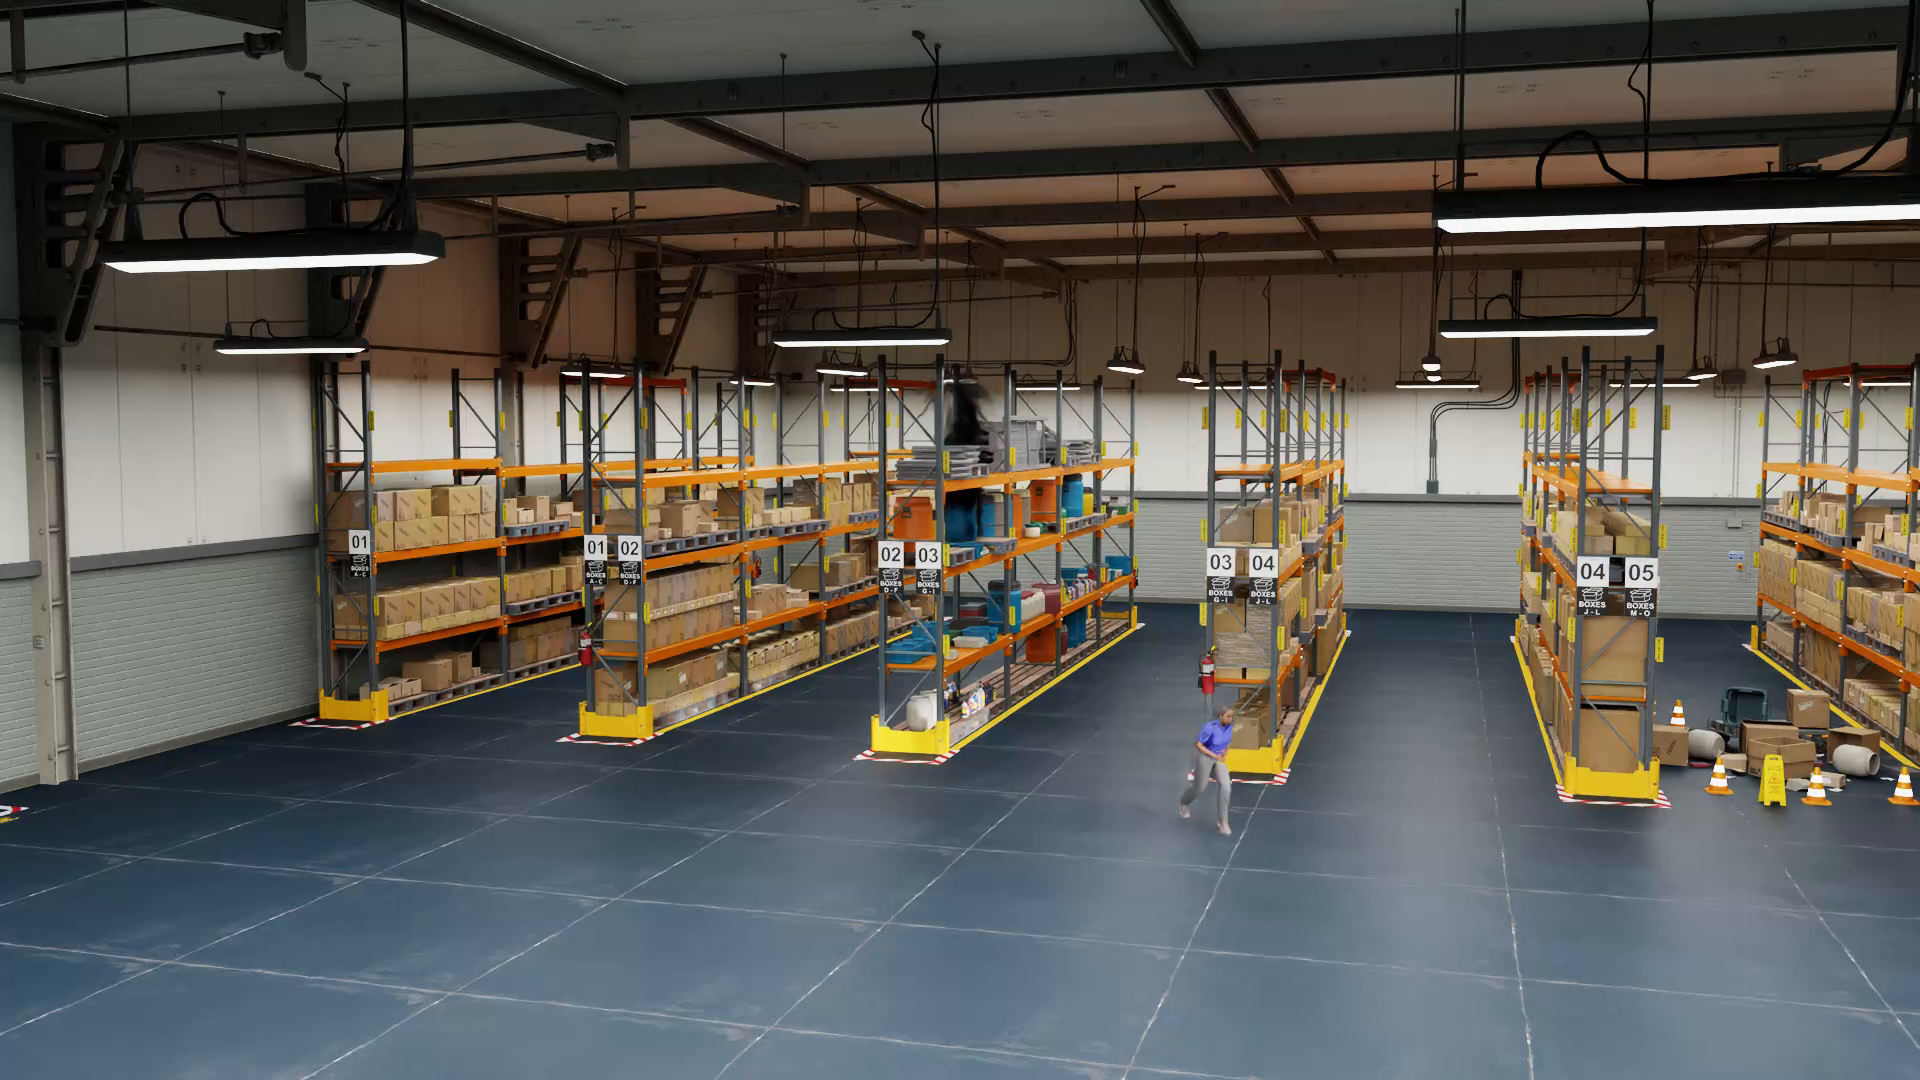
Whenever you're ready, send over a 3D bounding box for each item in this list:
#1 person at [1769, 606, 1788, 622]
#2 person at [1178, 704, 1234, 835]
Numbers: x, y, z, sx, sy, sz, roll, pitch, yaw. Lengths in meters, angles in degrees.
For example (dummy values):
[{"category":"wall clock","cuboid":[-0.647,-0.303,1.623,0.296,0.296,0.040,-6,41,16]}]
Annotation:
[{"category":"person","cuboid":[18.547,1.464,37.403,0.627,1.741,0.656,0,4,7]},{"category":"person","cuboid":[3.042,2.775,20.518,0.615,1.616,0.972,-3,5,-34]}]
